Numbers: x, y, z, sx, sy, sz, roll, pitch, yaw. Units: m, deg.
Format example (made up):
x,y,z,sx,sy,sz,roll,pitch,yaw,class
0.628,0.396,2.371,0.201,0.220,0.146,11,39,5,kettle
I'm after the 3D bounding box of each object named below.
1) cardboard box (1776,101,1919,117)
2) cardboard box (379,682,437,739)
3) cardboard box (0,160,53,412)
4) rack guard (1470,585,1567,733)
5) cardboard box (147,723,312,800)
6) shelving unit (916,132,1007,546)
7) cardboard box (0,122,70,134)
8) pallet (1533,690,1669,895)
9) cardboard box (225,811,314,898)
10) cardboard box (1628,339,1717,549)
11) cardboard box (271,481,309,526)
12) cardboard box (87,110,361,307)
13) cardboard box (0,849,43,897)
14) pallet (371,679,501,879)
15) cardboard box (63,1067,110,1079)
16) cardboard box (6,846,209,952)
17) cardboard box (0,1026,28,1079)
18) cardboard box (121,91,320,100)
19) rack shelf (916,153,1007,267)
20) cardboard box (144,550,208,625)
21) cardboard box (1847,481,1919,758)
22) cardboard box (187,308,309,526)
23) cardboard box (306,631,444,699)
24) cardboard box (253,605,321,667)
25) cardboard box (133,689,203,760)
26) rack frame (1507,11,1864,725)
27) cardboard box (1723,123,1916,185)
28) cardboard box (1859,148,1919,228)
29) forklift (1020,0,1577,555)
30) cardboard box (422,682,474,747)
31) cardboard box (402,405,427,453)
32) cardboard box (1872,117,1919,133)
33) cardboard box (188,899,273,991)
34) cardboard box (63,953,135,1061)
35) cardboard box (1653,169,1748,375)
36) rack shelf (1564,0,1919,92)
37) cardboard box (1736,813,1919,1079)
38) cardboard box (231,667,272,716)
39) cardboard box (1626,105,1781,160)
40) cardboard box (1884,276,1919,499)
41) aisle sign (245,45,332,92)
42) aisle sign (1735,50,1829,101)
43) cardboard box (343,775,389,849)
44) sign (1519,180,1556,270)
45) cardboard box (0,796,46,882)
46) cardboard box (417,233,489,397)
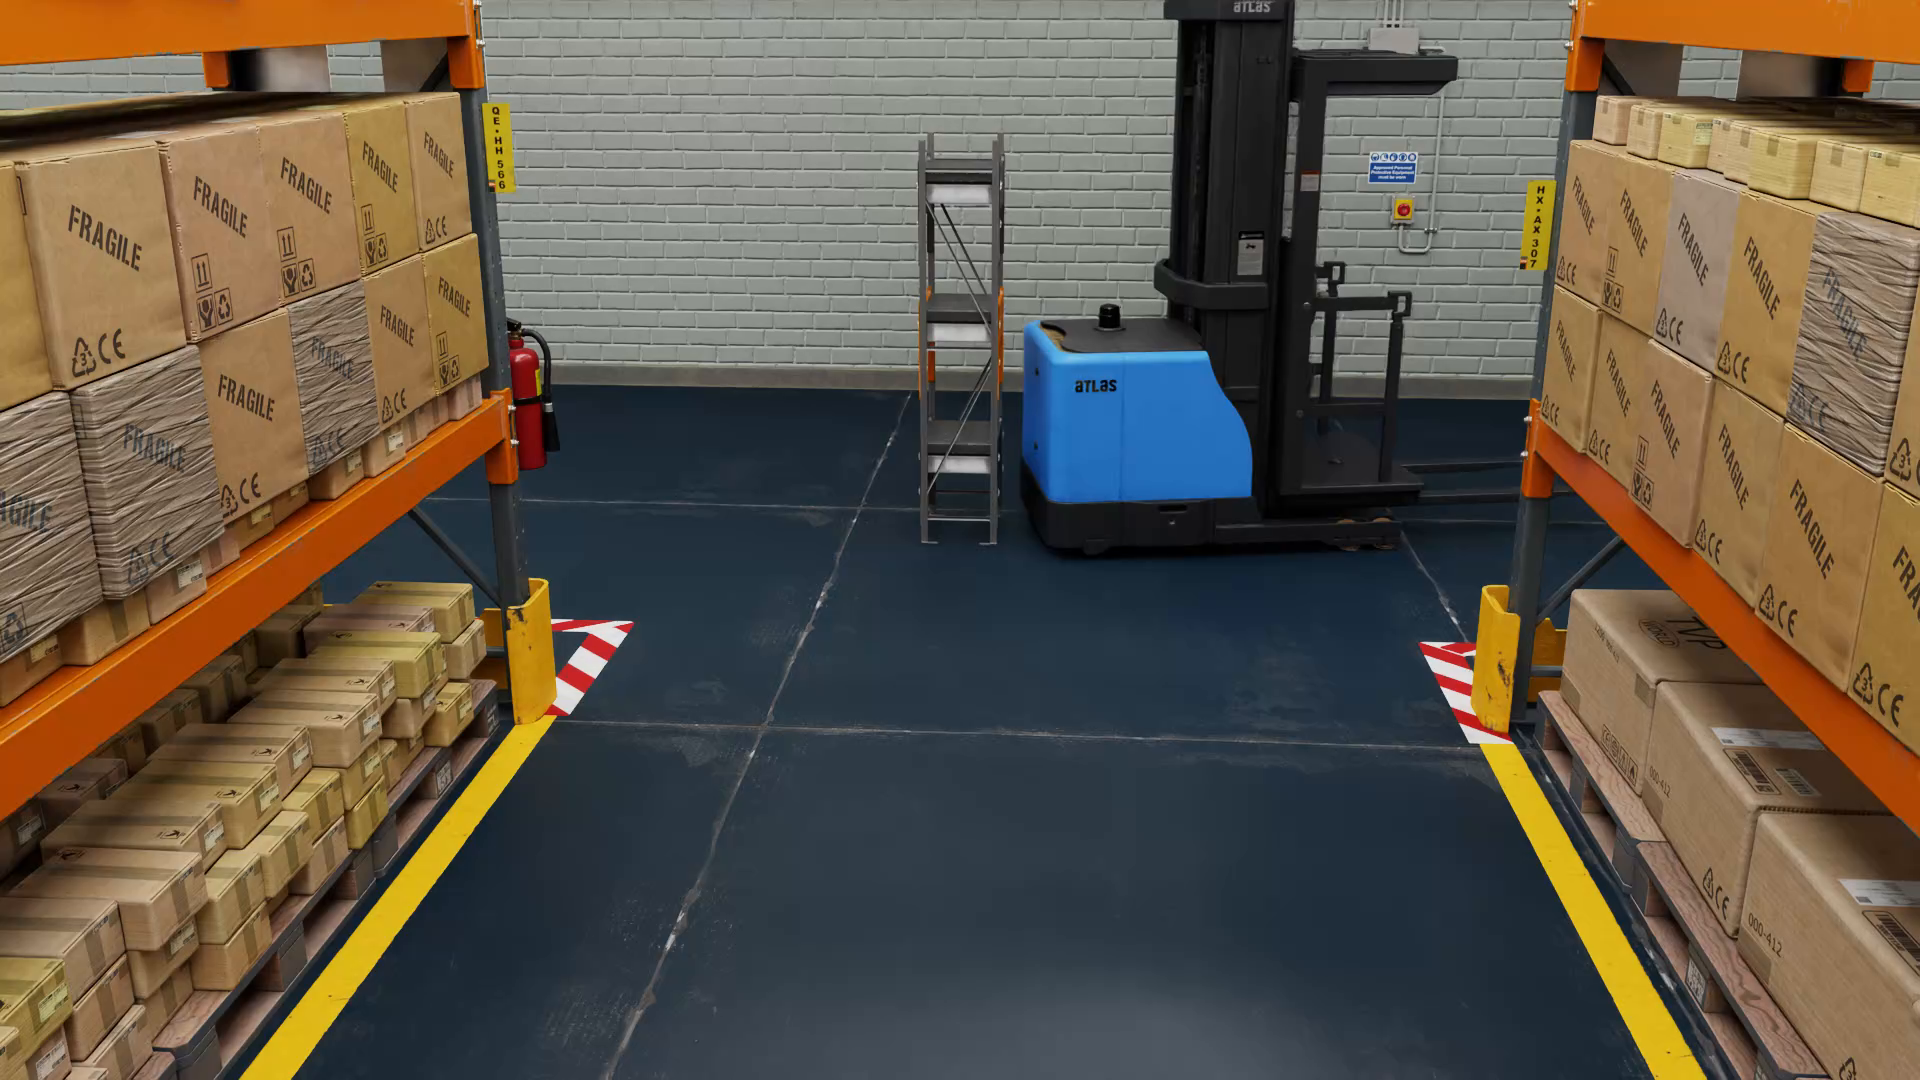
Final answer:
x,y,z,sx,sy,sz,roll,pitch,yaw,class
2.860,-1.330,5.357,0.380,0.149,0.250,2,18,5,cardboard box
-2.053,0.572,5.787,0.380,0.149,0.250,1,18,2,cardboard box
-2.254,-0.491,3.362,0.500,0.500,0.500,1,18,2,cardboard box
2.681,0.486,6.638,1.175,0.500,0.348,1,18,4,rack guard
-2.192,0.672,5.004,0.380,0.149,0.250,1,18,2,cardboard box
0.012,-1.049,8.753,0.431,2.100,0.503,1,18,4,shelving unit
-2.684,-0.828,4.389,0.500,0.500,0.500,1,18,2,cardboard box
2.700,0.881,5.897,1.003,0.211,1.213,1,18,4,pallet
-2.107,0.898,4.791,0.380,0.149,0.250,1,18,4,cardboard box
2.296,-0.284,4.813,0.500,0.500,0.500,1,18,4,cardboard box
-2.187,-0.149,4.963,0.380,0.149,0.250,1,18,2,cardboard box
-2.114,-0.971,4.825,0.500,0.500,0.500,2,18,7,cardboard box
-2.684,0.971,4.567,0.380,0.149,0.250,0,18,1,cardboard box
-2.364,0.826,6.062,1.003,0.211,1.213,1,18,4,pallet
-2.220,1.357,3.869,0.380,0.149,0.250,1,18,4,cardboard box
-2.177,0.916,4.259,0.380,0.149,0.250,2,18,5,cardboard box
-2.241,1.154,3.531,0.380,0.149,0.250,2,18,7,cardboard box
-2.562,-1.304,5.842,0.500,0.500,0.500,1,18,4,cardboard box
0.012,-1.701,8.539,0.431,0.518,0.480,1,18,4,rack shelf
-2.159,0.097,4.213,0.380,0.149,0.250,2,18,6,cardboard box
2.203,0.190,3.364,0.500,0.500,0.500,1,18,3,cardboard box
-2.155,-0.345,4.521,0.500,0.500,0.500,2,18,7,cardboard box
-2.017,0.429,5.746,0.380,0.149,0.250,1,18,3,cardboard box
-2.541,0.342,6.010,0.380,0.149,0.250,2,18,5,cardboard box
-2.651,0.582,5.277,0.380,0.149,0.250,2,18,6,cardboard box
2.680,-0.695,6.226,1.000,3.000,0.127,1,18,4,rack frame
2.270,-1.019,4.407,0.380,0.149,0.250,1,18,4,cardboard box
2.252,-0.782,3.683,0.380,0.149,0.250,1,18,3,cardboard box
1.894,-1.496,8.781,3.031,2.935,1.130,-2,18,-7,forklift
-2.012,0.632,6.082,0.380,0.149,0.250,2,18,6,cardboard box
-2.064,-0.392,5.706,0.380,0.149,0.250,1,18,3,cardboard box
2.776,-1.091,4.628,0.380,0.149,0.250,1,18,3,cardboard box
-2.152,1.114,4.610,0.380,0.149,0.250,1,18,2,cardboard box
-2.274,1.136,4.065,0.380,0.149,0.250,0,18,1,cardboard box
2.302,-0.754,4.640,0.500,0.500,0.500,1,18,3,cardboard box
2.536,-1.157,3.975,1.077,0.370,4.000,1,18,4,rack shelf
2.609,1.095,4.204,0.875,0.438,0.875,1,18,2,cardboard box
-2.564,0.559,5.827,0.380,0.149,0.250,2,18,5,cardboard box
2.297,-1.260,5.144,0.380,0.149,0.250,2,18,6,cardboard box
2.196,-0.285,3.210,0.500,0.500,0.500,1,18,3,cardboard box
-2.559,-2.039,6.152,0.394,0.787,0.004,1,18,4,aisle sign
2.994,-1.945,5.868,0.394,0.787,0.004,1,18,4,aisle sign
-2.077,0.869,5.356,0.380,0.149,0.250,0,18,1,cardboard box
2.127,-1.158,6.122,0.100,0.325,0.005,1,18,4,sign
-2.765,0.818,4.558,0.380,0.149,0.250,1,18,2,cardboard box
-2.040,-0.817,5.962,0.500,0.500,0.500,2,18,5,cardboard box
